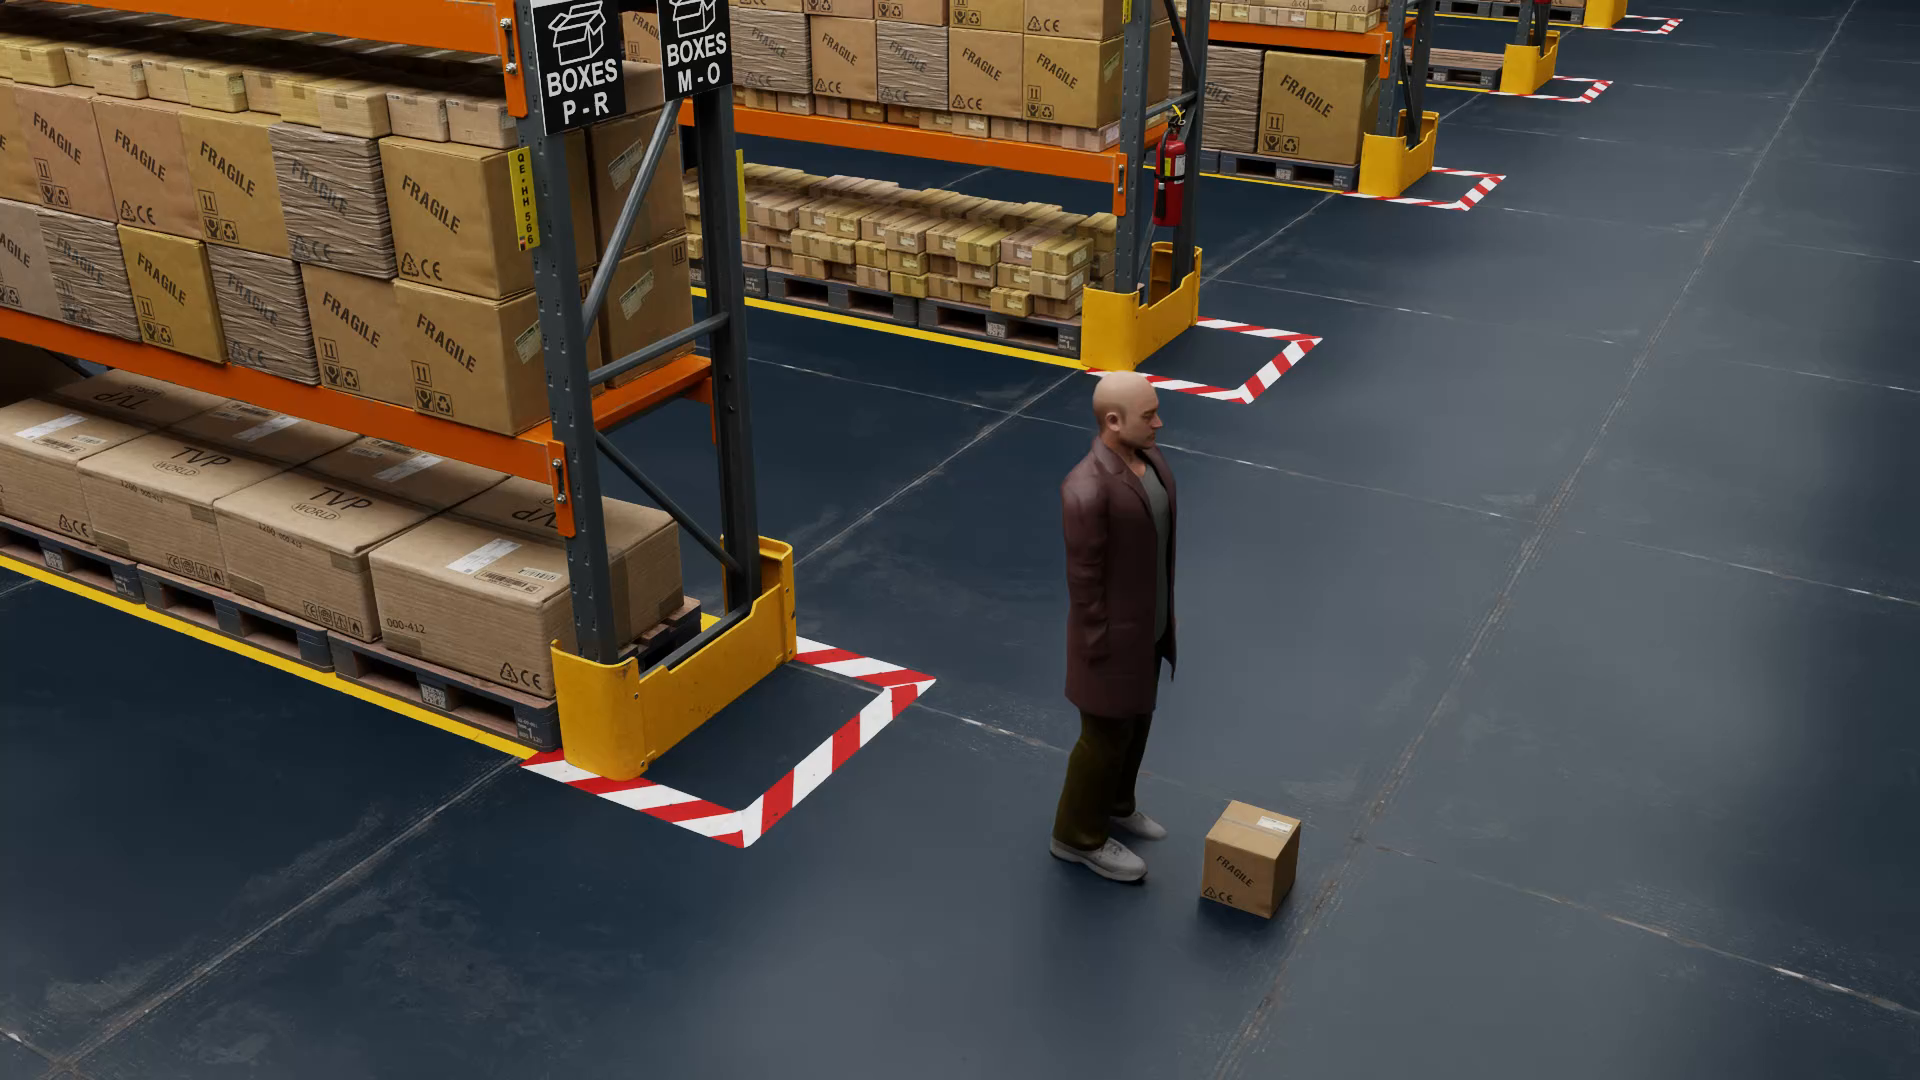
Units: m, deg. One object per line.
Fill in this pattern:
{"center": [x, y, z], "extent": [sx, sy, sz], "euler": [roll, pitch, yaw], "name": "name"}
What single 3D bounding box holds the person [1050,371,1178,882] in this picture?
{"center": [0.543, 0.297, 5.566], "extent": [0.413, 1.809, 0.560], "euler": [15, 30, 27], "name": "person"}
